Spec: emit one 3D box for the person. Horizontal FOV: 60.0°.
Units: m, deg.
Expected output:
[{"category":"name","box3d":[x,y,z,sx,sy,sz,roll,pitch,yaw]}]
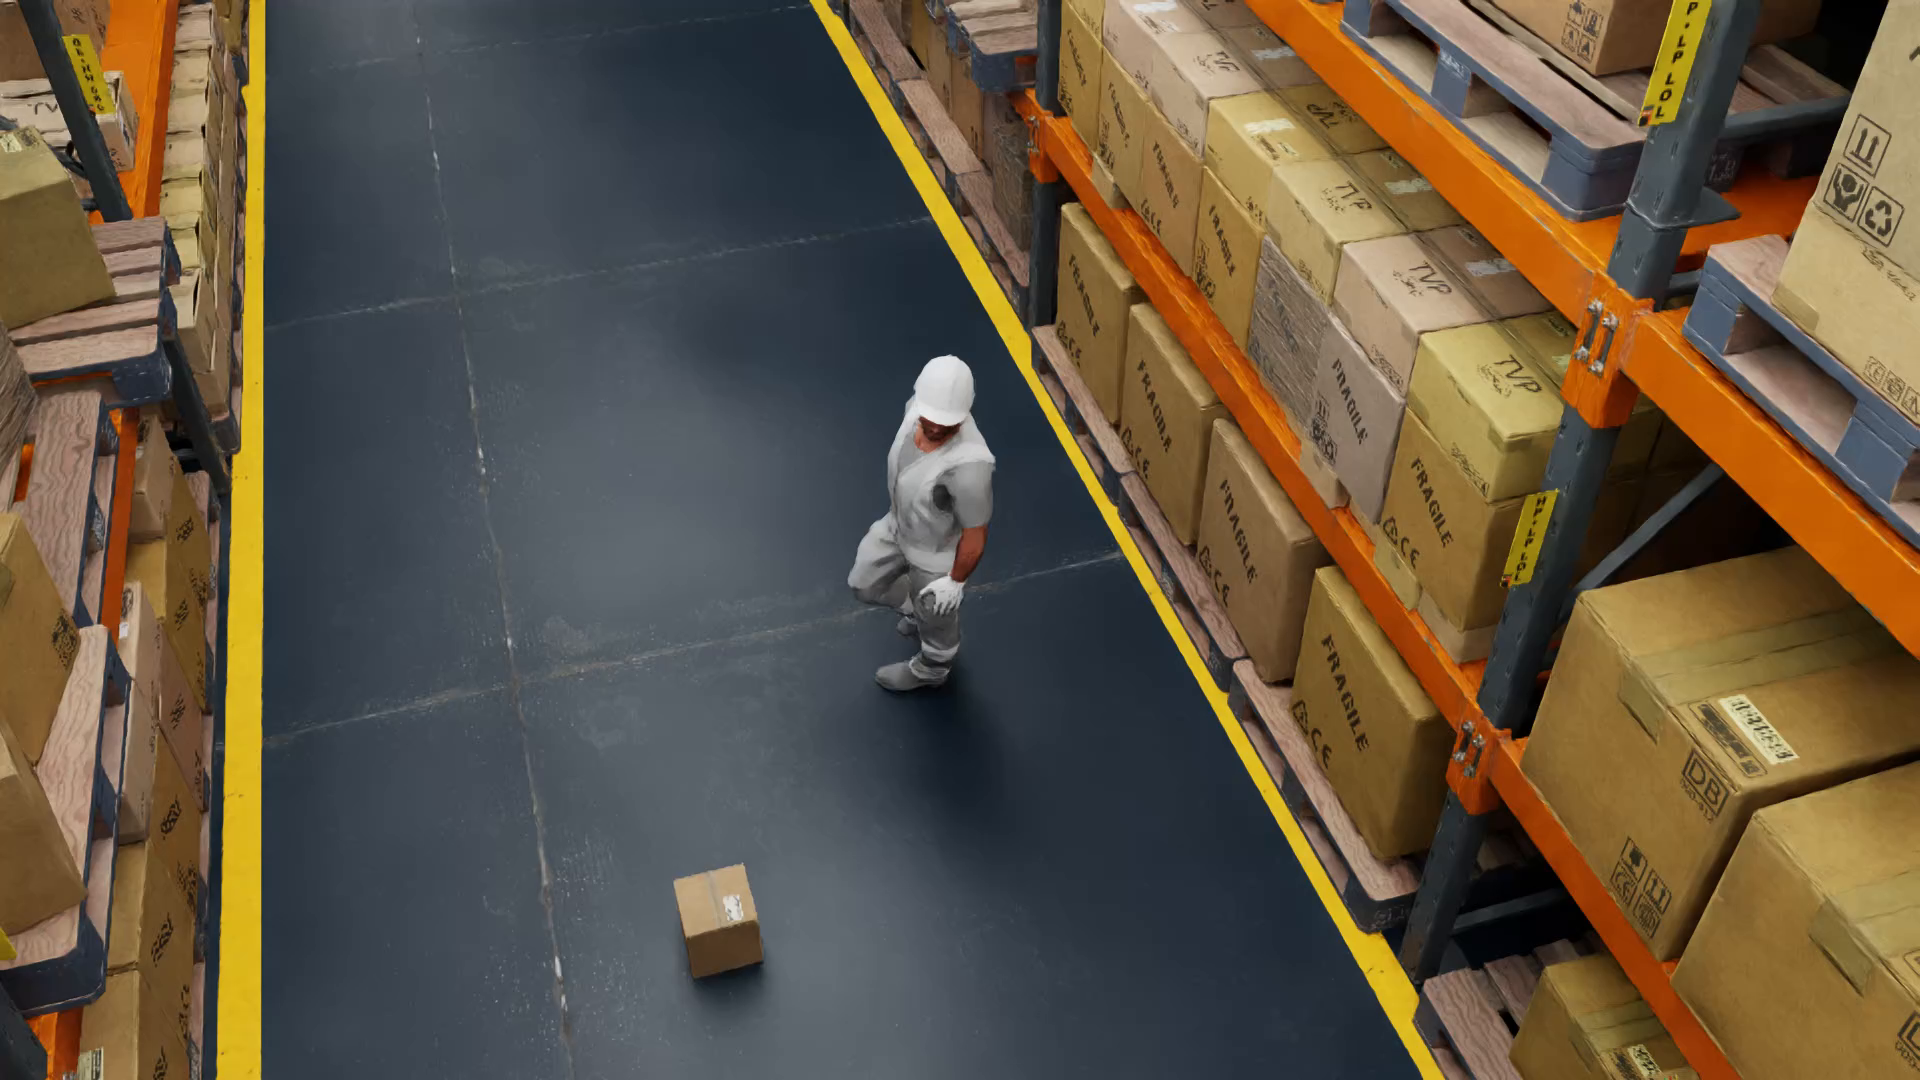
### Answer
[{"category":"person","box3d":[-0.164,-0.011,6.138,0.452,1.774,0.728,-15,44,-16]}]
